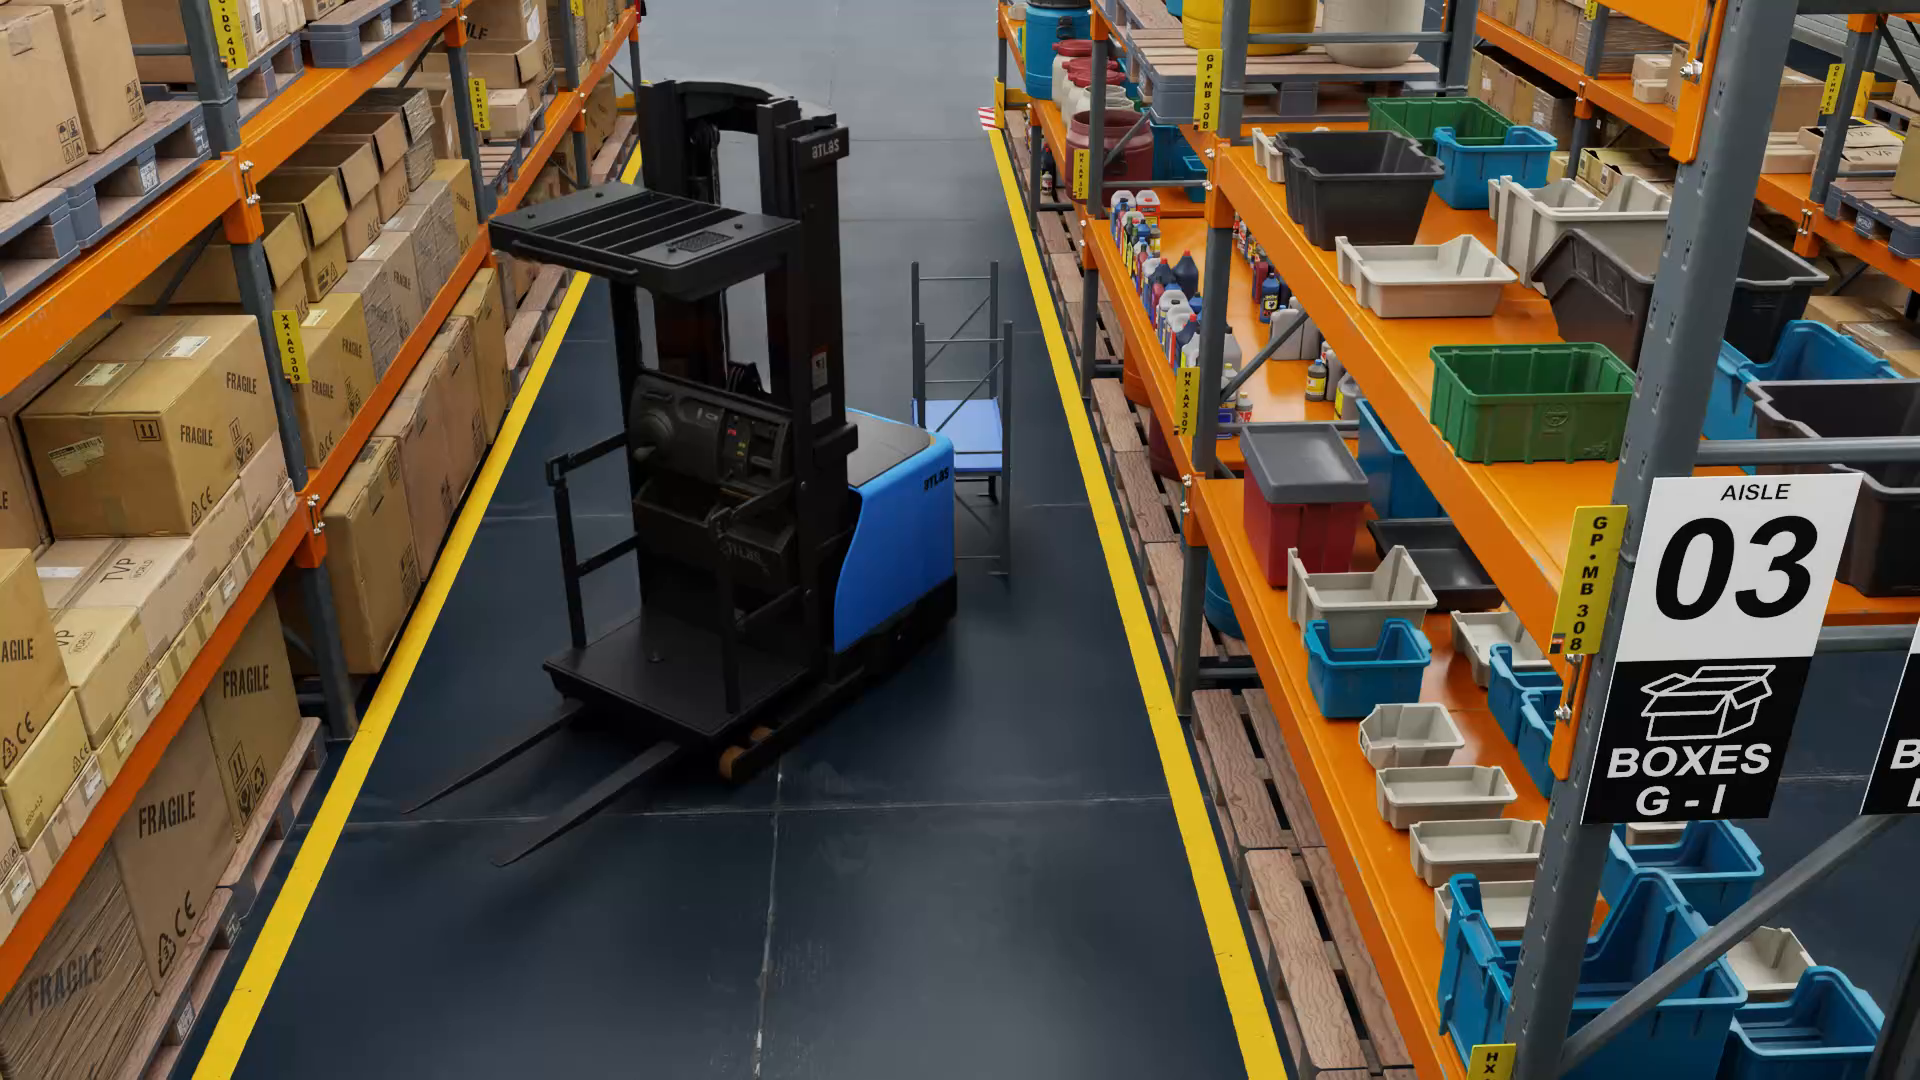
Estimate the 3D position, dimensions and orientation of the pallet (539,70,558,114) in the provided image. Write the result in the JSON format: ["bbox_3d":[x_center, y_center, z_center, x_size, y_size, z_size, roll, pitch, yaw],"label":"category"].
[{"bbox_3d":[-3.914,-3.637,13.687,1.003,0.211,1.213,-1,28,-3],"label":"pallet"}]

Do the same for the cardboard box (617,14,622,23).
[{"bbox_3d":[-3.720,-5.458,17.243,0.380,0.149,0.250,-1,28,-3],"label":"cardboard box"}]

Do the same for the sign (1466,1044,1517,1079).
[{"bbox_3d":[1.216,1.292,3.853,0.100,0.325,0.005,-1,28,-3],"label":"sign"}]

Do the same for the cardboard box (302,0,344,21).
[{"bbox_3d":[-3.472,-2.851,8.162,0.797,0.503,0.637,-2,28,-3],"label":"cardboard box"}]

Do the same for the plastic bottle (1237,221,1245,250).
[{"bbox_3d":[1.793,-1.926,10.414,0.097,0.201,0.097,0,28,0],"label":"plastic bottle"}]

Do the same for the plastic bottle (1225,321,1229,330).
[{"bbox_3d":[1.315,-0.987,8.453,0.144,0.351,0.185,-1,28,-3],"label":"plastic bottle"}]

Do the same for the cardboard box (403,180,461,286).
[{"bbox_3d":[-3.306,-1.823,9.894,0.500,0.500,0.500,-2,28,-3],"label":"cardboard box"}]

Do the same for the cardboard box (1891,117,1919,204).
[{"bbox_3d":[6.439,-2.411,10.567,0.700,0.500,0.500,-11,29,-20],"label":"cardboard box"}]

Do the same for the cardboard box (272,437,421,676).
[{"bbox_3d":[-3.444,0.077,8.203,1.225,0.875,0.875,-1,28,-2],"label":"cardboard box"}]

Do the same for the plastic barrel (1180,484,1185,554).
[{"bbox_3d":[1.507,-0.338,8.970,0.600,0.901,0.708,-1,28,-3],"label":"plastic barrel"}]

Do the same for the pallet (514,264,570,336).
[{"bbox_3d":[-3.700,-1.918,13.199,1.003,0.211,1.213,-1,28,-3],"label":"pallet"}]

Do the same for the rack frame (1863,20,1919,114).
[{"bbox_3d":[10.822,-6.285,18.556,1.000,3.000,0.127,-1,28,-3],"label":"rack frame"}]

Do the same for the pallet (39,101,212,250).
[{"bbox_3d":[-3.359,-1.297,5.845,1.003,0.211,1.213,-1,28,-3],"label":"pallet"}]

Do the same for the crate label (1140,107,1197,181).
[{"bbox_3d":[1.565,-2.832,11.898,0.502,0.435,0.616,-1,28,-3],"label":"crate label"}]

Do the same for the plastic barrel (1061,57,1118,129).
[{"bbox_3d":[1.007,-3.473,13.017,0.433,0.535,0.433,0,28,0],"label":"plastic barrel"}]

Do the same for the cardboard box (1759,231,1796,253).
[{"bbox_3d":[5.986,-2.160,12.561,0.500,0.311,0.500,-2,28,-3],"label":"cardboard box"}]

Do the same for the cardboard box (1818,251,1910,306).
[{"bbox_3d":[6.559,-1.934,12.126,0.500,0.311,0.500,0,28,-1],"label":"cardboard box"}]

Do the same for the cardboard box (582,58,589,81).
[{"bbox_3d":[-3.520,-4.190,14.811,0.380,0.149,0.250,-1,28,-3],"label":"cardboard box"}]

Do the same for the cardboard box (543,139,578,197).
[{"bbox_3d":[-3.790,-3.342,15.163,0.500,0.500,0.500,-2,28,-4],"label":"cardboard box"}]

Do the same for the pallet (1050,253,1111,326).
[{"bbox_3d":[1.284,-2.035,13.424,1.003,0.211,1.213,-1,28,-3],"label":"pallet"}]

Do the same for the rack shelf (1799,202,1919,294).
[{"bbox_3d":[6.398,-1.226,9.636,1.077,0.370,4.000,-1,28,-3],"label":"rack shelf"}]

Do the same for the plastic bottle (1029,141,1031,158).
[{"bbox_3d":[0.740,-3.905,16.543,0.097,0.201,0.097,0,28,0],"label":"plastic bottle"}]

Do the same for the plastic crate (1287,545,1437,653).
[{"bbox_3d":[1.451,0.232,6.125,0.437,0.282,0.530,-1,28,-3],"label":"plastic crate"}]

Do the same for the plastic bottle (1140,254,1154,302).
[{"bbox_3d":[1.085,-1.499,9.519,0.097,0.271,0.097,0,28,0],"label":"plastic bottle"}]

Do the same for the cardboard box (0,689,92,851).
[{"bbox_3d":[-2.994,0.697,5.010,0.500,0.250,0.500,-2,28,-4],"label":"cardboard box"}]

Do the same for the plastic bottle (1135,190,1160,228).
[{"bbox_3d":[1.198,-2.092,10.652,0.152,0.276,0.135,-1,28,-3],"label":"plastic bottle"}]

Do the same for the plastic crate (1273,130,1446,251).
[{"bbox_3d":[1.346,-1.196,5.696,0.497,0.269,0.590,-1,28,-3],"label":"plastic crate"}]

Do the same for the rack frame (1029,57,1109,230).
[{"bbox_3d":[1.137,-4.198,14.556,1.000,3.000,0.127,-1,28,-3],"label":"rack frame"}]

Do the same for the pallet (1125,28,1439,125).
[{"bbox_3d":[1.417,-2.110,7.512,1.213,0.211,1.003,-1,28,-3],"label":"pallet"}]

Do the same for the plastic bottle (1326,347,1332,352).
[{"bbox_3d":[1.909,-0.907,8.460,0.097,0.201,0.097,0,28,0],"label":"plastic bottle"}]

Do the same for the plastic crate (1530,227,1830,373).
[{"bbox_3d":[1.959,-0.671,4.617,0.504,0.338,0.767,-1,28,-3],"label":"plastic crate"}]

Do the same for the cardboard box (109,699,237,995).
[{"bbox_3d":[-3.389,1.094,6.252,0.875,0.875,0.875,-1,28,-3],"label":"cardboard box"}]

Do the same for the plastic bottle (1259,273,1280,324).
[{"bbox_3d":[1.718,-1.345,9.224,0.097,0.271,0.097,0,28,0],"label":"plastic bottle"}]

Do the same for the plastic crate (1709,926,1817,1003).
[{"bbox_3d":[2.146,1.162,4.499,0.250,0.136,0.298,-1,28,-3],"label":"plastic crate"}]

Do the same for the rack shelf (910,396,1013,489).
[{"bbox_3d":[-0.004,-0.545,9.562,0.538,0.185,1.000,-1,28,-3],"label":"rack shelf"}]

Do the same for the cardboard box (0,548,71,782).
[{"bbox_3d":[-2.997,0.367,4.832,0.500,0.500,0.500,-2,28,-4],"label":"cardboard box"}]

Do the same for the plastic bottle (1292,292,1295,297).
[{"bbox_3d":[1.867,-1.304,9.145,0.097,0.271,0.097,0,28,0],"label":"plastic bottle"}]

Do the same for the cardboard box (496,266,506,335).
[{"bbox_3d":[-3.655,-1.627,11.853,0.700,0.500,0.500,-3,28,-5],"label":"cardboard box"}]

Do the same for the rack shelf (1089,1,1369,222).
[{"bbox_3d":[1.451,-2.438,8.716,1.077,0.370,4.000,-1,28,-3],"label":"rack shelf"}]

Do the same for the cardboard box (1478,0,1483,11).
[{"bbox_3d":[5.887,-5.992,17.886,0.700,0.500,0.500,-1,28,-3],"label":"cardboard box"}]

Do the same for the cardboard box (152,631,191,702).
[{"bbox_3d":[-2.981,0.454,5.908,0.380,0.149,0.250,-2,28,-3],"label":"cardboard box"}]

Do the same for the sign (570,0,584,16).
[{"bbox_3d":[-3.255,-4.607,14.088,0.100,0.325,0.005,-1,28,-3],"label":"sign"}]

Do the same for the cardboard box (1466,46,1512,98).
[{"bbox_3d":[5.709,-4.979,17.761,0.500,0.500,0.500,-1,28,-3],"label":"cardboard box"}]

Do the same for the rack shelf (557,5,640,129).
[{"bbox_3d":[-3.913,-4.683,16.264,1.077,0.370,4.000,-1,28,-3],"label":"rack shelf"}]

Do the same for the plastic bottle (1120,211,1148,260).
[{"bbox_3d":[1.070,-1.875,10.235,0.152,0.276,0.135,-1,28,-3],"label":"plastic bottle"}]

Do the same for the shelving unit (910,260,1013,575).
[{"bbox_3d":[-0.004,-0.704,9.479,0.538,1.500,1.048,-1,28,-3],"label":"shelving unit"}]

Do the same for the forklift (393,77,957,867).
[{"bbox_3d":[-1.272,-0.441,7.426,1.130,2.935,3.031,18,32,31],"label":"forklift"}]

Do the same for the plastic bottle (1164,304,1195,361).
[{"bbox_3d":[1.159,-1.087,8.724,0.152,0.276,0.135,-1,28,-3],"label":"plastic bottle"}]

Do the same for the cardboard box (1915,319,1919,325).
[{"bbox_3d":[6.576,-1.129,10.899,0.500,0.500,0.500,0,28,-1],"label":"cardboard box"}]

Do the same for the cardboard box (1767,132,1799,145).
[{"bbox_3d":[6.170,-2.945,12.425,0.380,0.149,0.250,1,28,1],"label":"cardboard box"}]

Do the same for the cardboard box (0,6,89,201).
[{"bbox_3d":[-3.267,-1.381,5.239,0.700,0.500,0.500,0,28,0],"label":"cardboard box"}]
